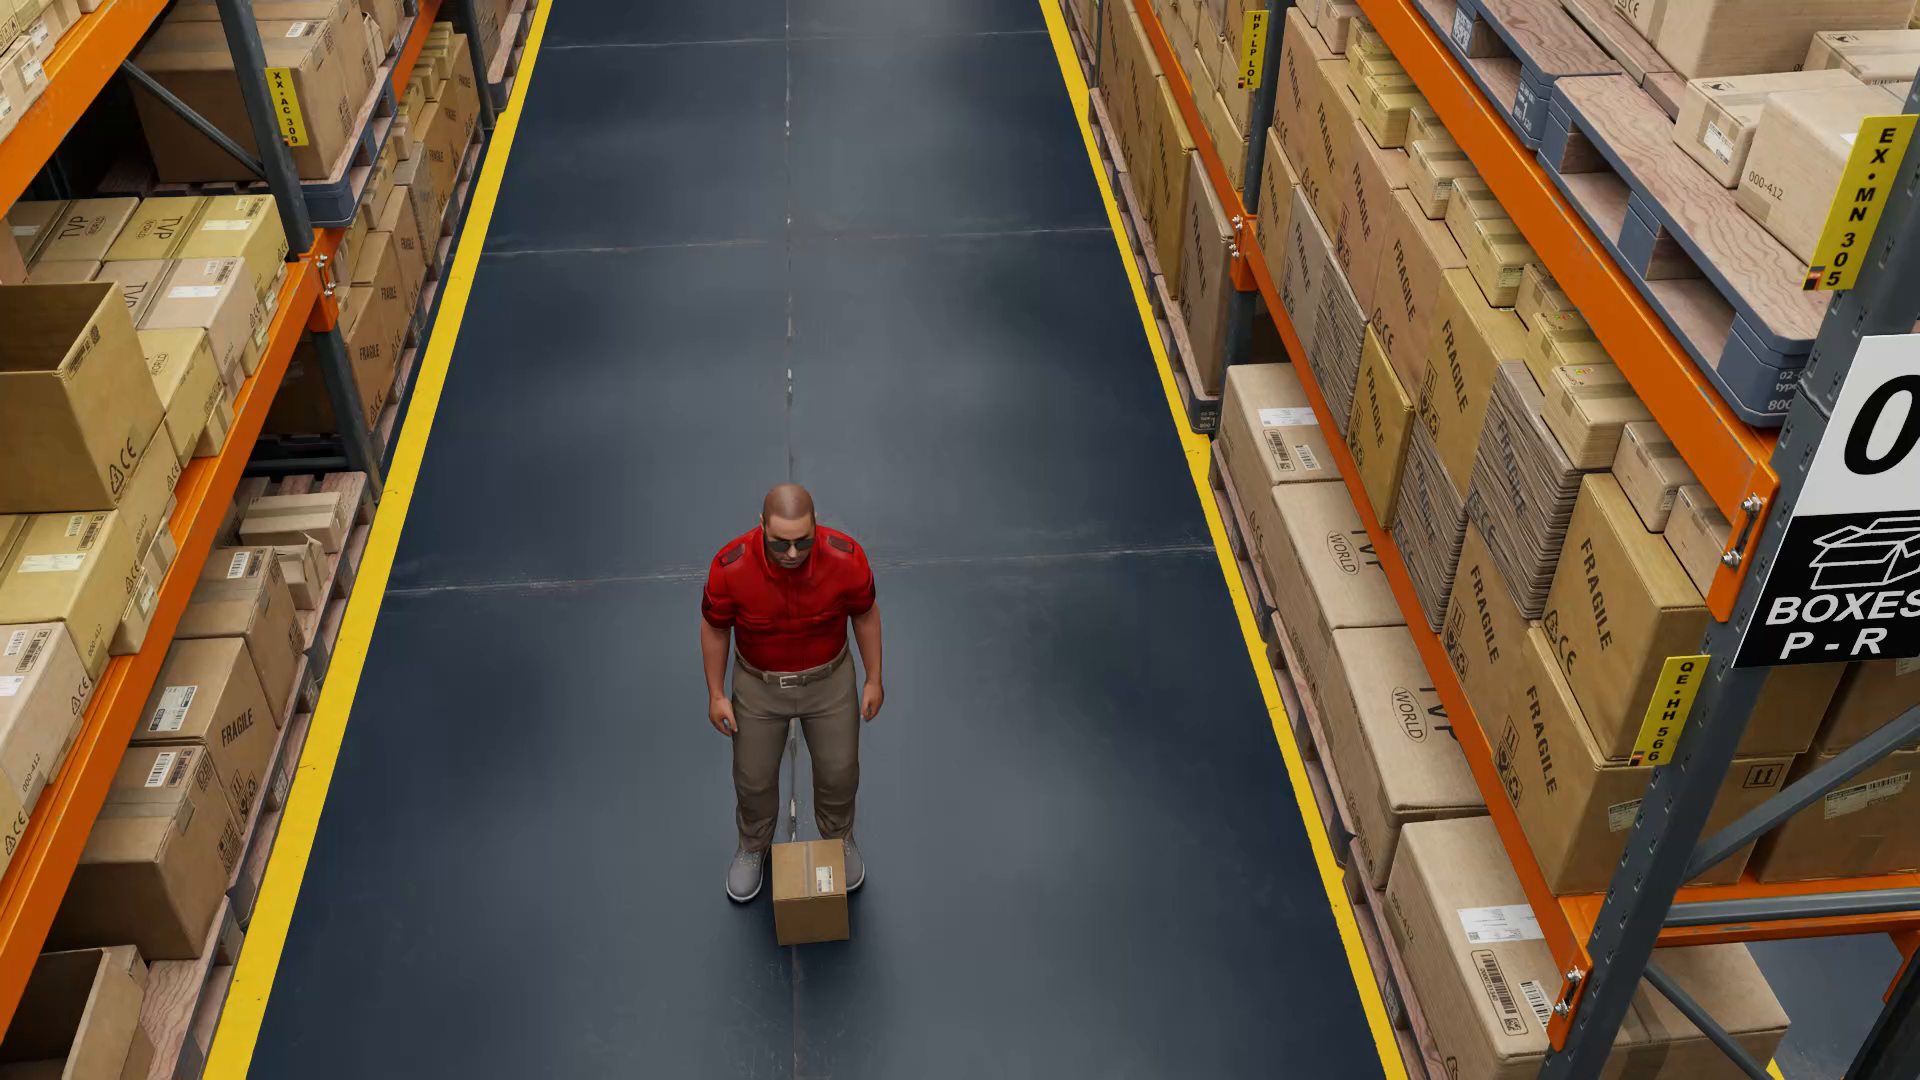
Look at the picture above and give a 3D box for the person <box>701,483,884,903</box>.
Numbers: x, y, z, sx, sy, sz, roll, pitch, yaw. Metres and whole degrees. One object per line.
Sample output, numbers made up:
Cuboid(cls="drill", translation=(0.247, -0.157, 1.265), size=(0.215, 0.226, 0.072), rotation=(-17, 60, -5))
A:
Cuboid(cls="person", translation=(-0.554, 0.493, 5.552), size=(0.606, 1.727, 0.384), rotation=(-5, 39, -6))
